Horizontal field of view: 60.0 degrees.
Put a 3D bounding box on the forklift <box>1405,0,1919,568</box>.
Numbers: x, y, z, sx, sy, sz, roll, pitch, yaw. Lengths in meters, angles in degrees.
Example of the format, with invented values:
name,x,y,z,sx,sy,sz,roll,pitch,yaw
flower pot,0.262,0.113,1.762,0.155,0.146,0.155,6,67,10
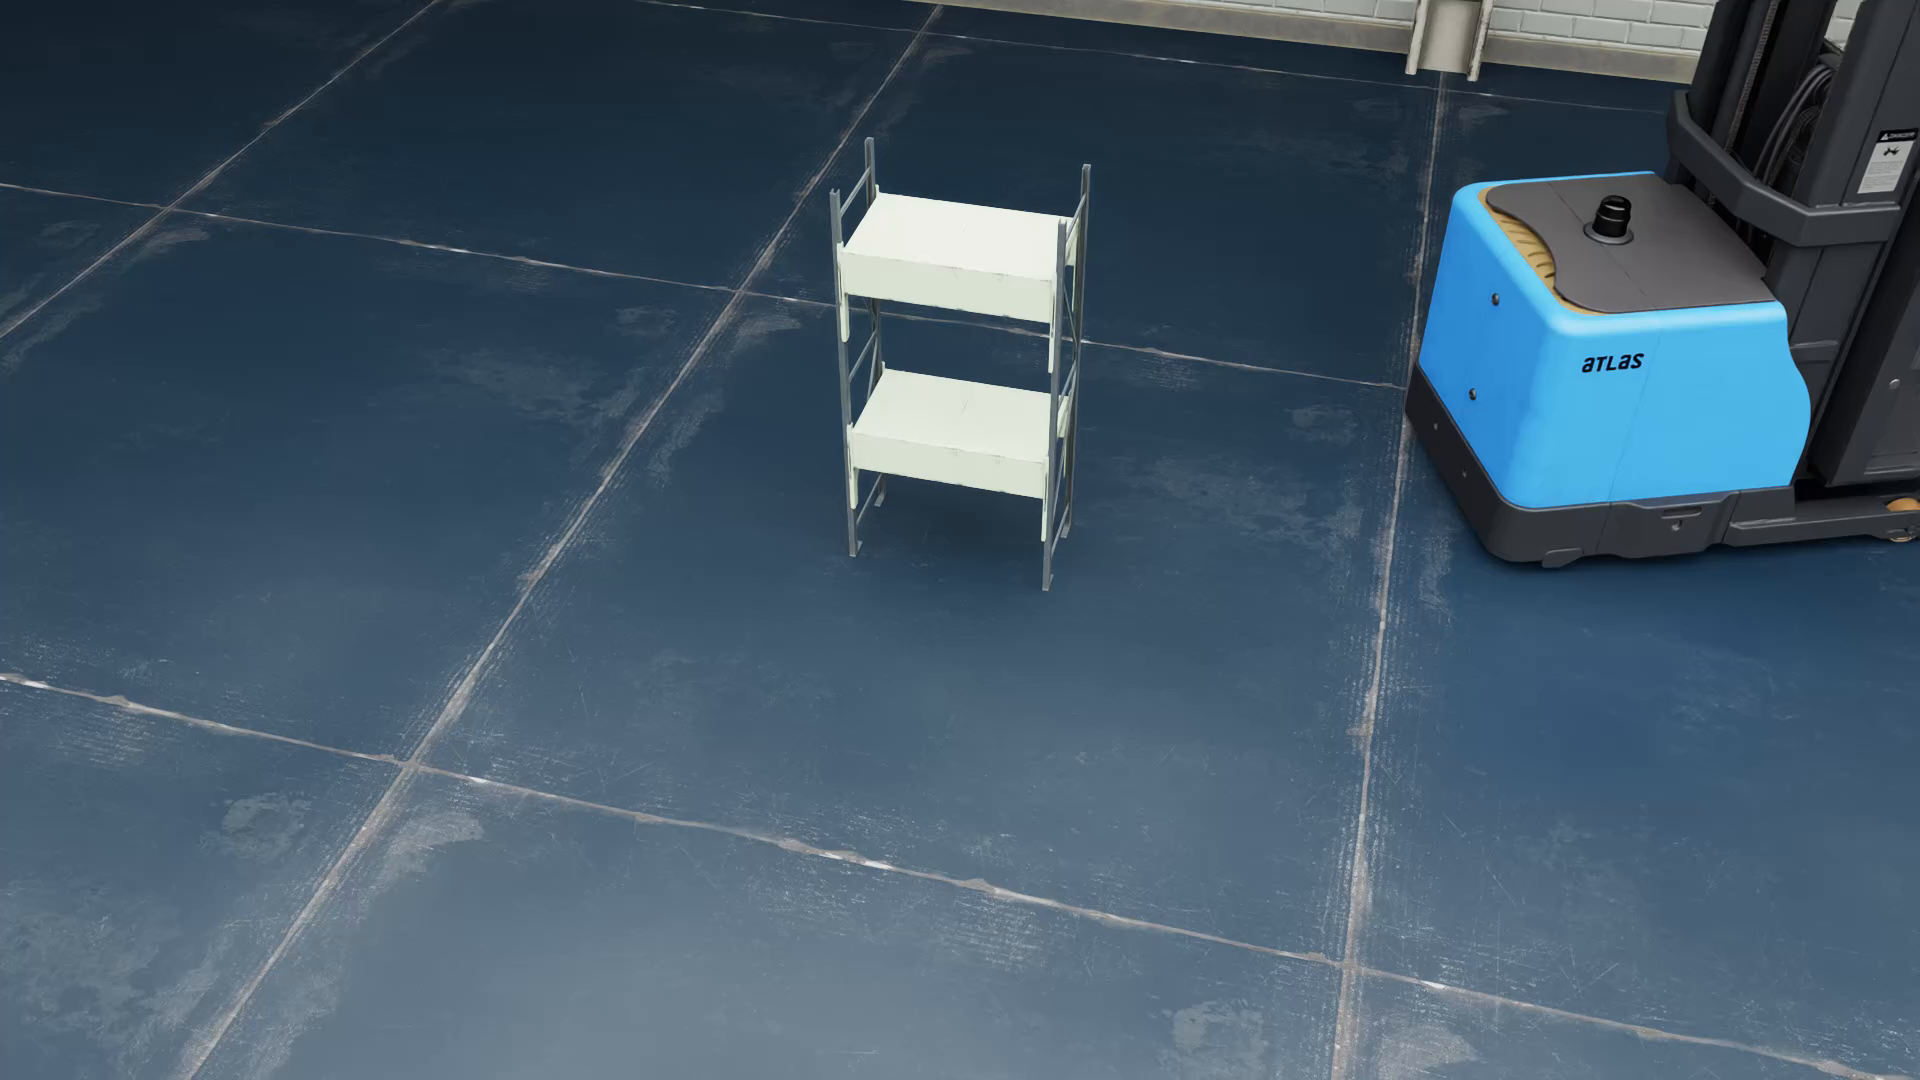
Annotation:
name,x,y,z,sx,sy,sz,roll,pitch,yaw
forklift,3.368,-1.447,5.694,3.031,2.935,1.130,-5,40,-6

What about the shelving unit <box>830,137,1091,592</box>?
name,x,y,z,sx,sy,sz,roll,pitch,yaw
shelving unit,0.006,-0.573,5.766,0.755,1.500,0.431,10,41,11

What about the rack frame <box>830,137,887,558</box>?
name,x,y,z,sx,sy,sz,roll,pitch,yaw
rack frame,-0.347,-0.634,5.839,0.023,1.500,0.400,10,41,11

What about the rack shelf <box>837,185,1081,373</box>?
name,x,y,z,sx,sy,sz,roll,pitch,yaw
rack shelf,0.006,-0.872,5.515,0.720,0.370,0.431,10,41,11

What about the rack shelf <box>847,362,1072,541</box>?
name,x,y,z,sx,sy,sz,roll,pitch,yaw
rack shelf,0.006,-0.324,5.976,0.720,0.370,0.431,10,41,11

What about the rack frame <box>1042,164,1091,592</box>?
name,x,y,z,sx,sy,sz,roll,pitch,yaw
rack frame,0.360,-0.512,5.694,0.023,1.500,0.400,10,41,11

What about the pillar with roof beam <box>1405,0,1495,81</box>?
name,x,y,z,sx,sy,sz,roll,pitch,yaw
pillar with roof beam,1.631,-3.467,3.381,0.400,9.000,9.100,10,41,11
